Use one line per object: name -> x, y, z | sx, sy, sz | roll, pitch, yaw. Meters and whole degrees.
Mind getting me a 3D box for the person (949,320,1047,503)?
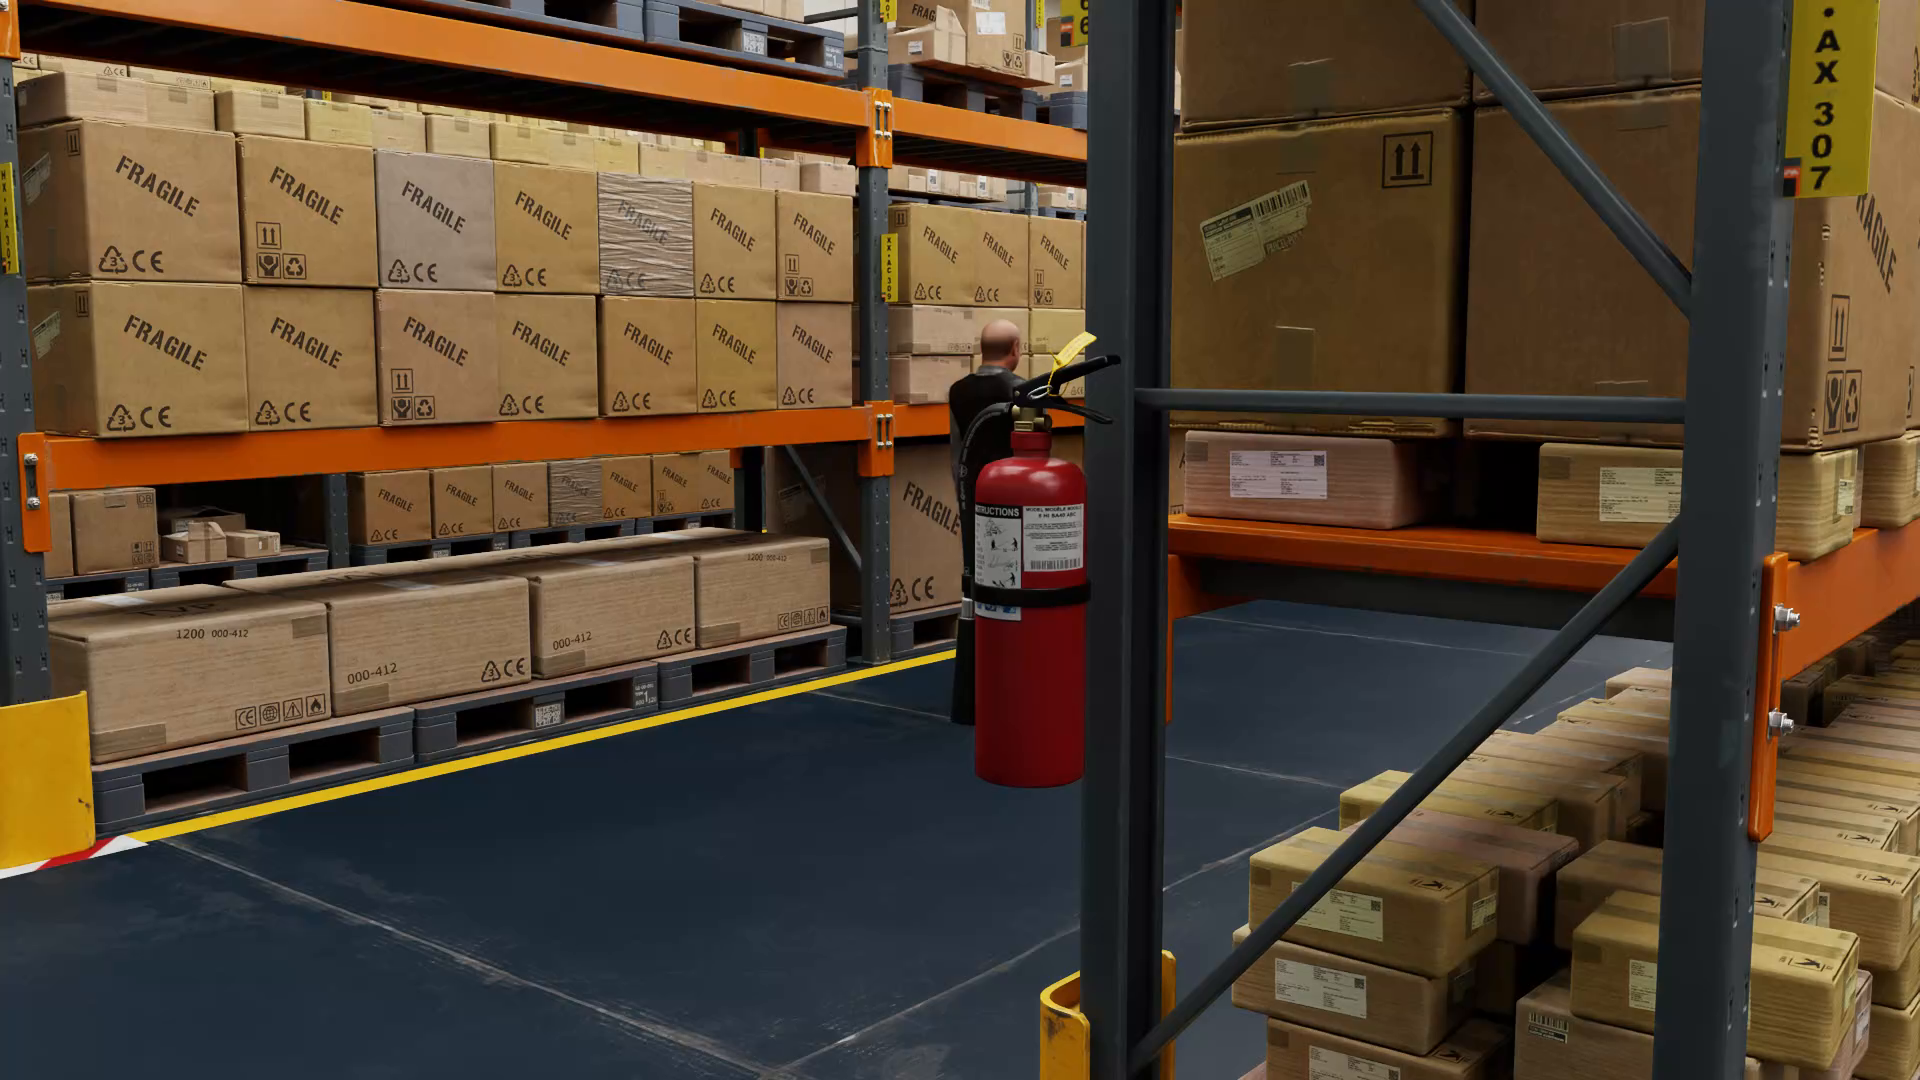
person -> 0.182, -0.119, 7.416 | 0.534, 1.714, 0.355 | 5, 9, 40
